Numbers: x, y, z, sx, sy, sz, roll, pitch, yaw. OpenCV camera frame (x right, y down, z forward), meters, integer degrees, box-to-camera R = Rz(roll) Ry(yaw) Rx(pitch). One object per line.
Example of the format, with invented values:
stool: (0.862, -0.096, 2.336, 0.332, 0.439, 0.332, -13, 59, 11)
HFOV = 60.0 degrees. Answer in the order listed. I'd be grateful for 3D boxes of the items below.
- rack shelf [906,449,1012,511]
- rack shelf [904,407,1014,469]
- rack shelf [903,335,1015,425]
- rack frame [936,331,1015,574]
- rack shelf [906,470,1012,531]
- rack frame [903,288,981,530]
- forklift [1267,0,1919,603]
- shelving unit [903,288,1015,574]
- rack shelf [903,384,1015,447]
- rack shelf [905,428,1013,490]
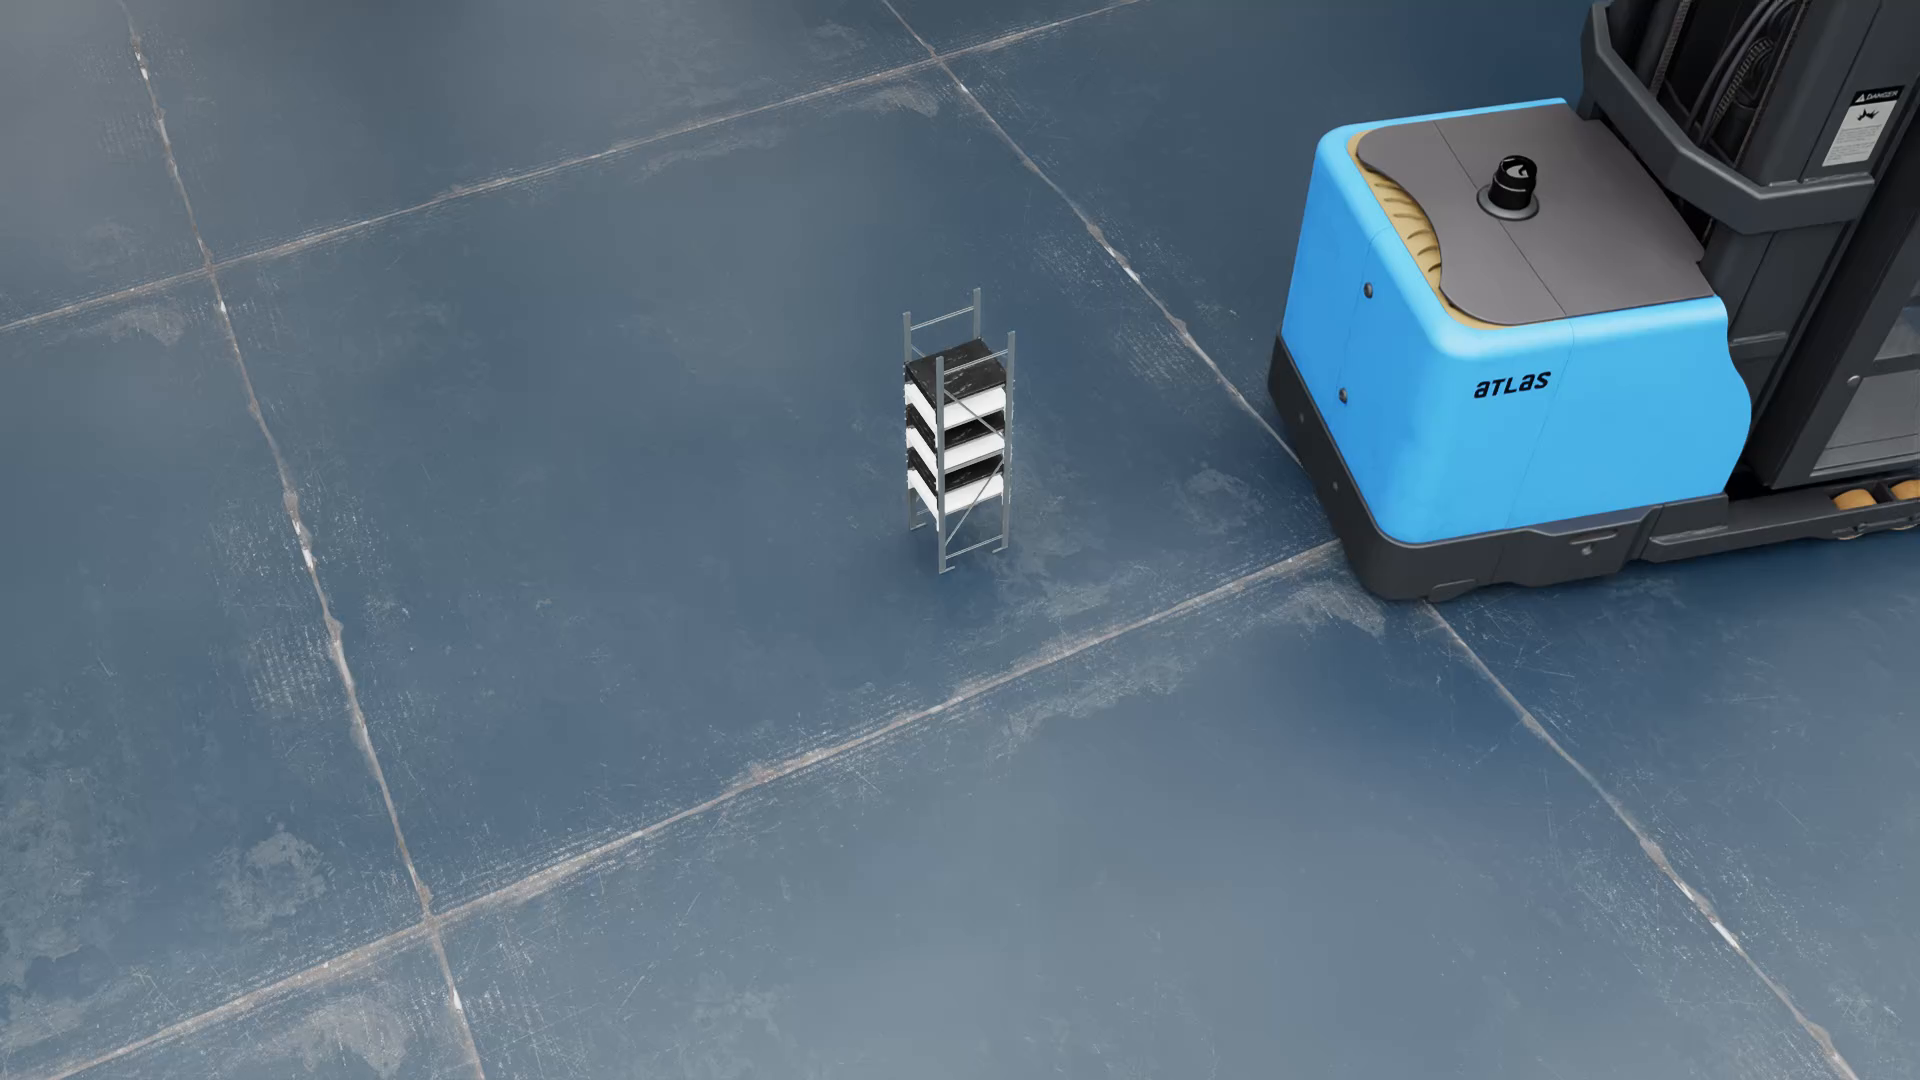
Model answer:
rack shelf: (-0.004, -0.221, 5.009, 0.258, 0.077, 0.200, -21, 52, -18)
rack shelf: (-0.004, -0.339, 4.873, 0.258, 0.077, 0.200, -21, 52, -18)
rack shelf: (-0.004, -0.458, 4.738, 0.258, 0.077, 0.200, -21, 52, -18)
rack frame: (0.043, -0.234, 4.857, 0.240, 0.900, 0.006, -21, 52, -18)
rack shelf: (-0.004, -0.161, 5.077, 0.258, 0.077, 0.200, -21, 52, -18)
rack frame: (-0.050, -0.370, 4.976, 0.240, 0.900, 0.006, -21, 52, -18)
forklift: (2.606, -1.348, 4.482, 3.031, 2.935, 1.130, -9, 49, -8)
shelving unit: (-0.004, -0.302, 4.916, 0.258, 0.900, 0.210, -21, 52, -18)
rack shelf: (-0.004, -0.398, 4.806, 0.258, 0.077, 0.200, -21, 52, -18)
rack shelf: (-0.004, -0.280, 4.941, 0.258, 0.077, 0.200, -21, 52, -18)
